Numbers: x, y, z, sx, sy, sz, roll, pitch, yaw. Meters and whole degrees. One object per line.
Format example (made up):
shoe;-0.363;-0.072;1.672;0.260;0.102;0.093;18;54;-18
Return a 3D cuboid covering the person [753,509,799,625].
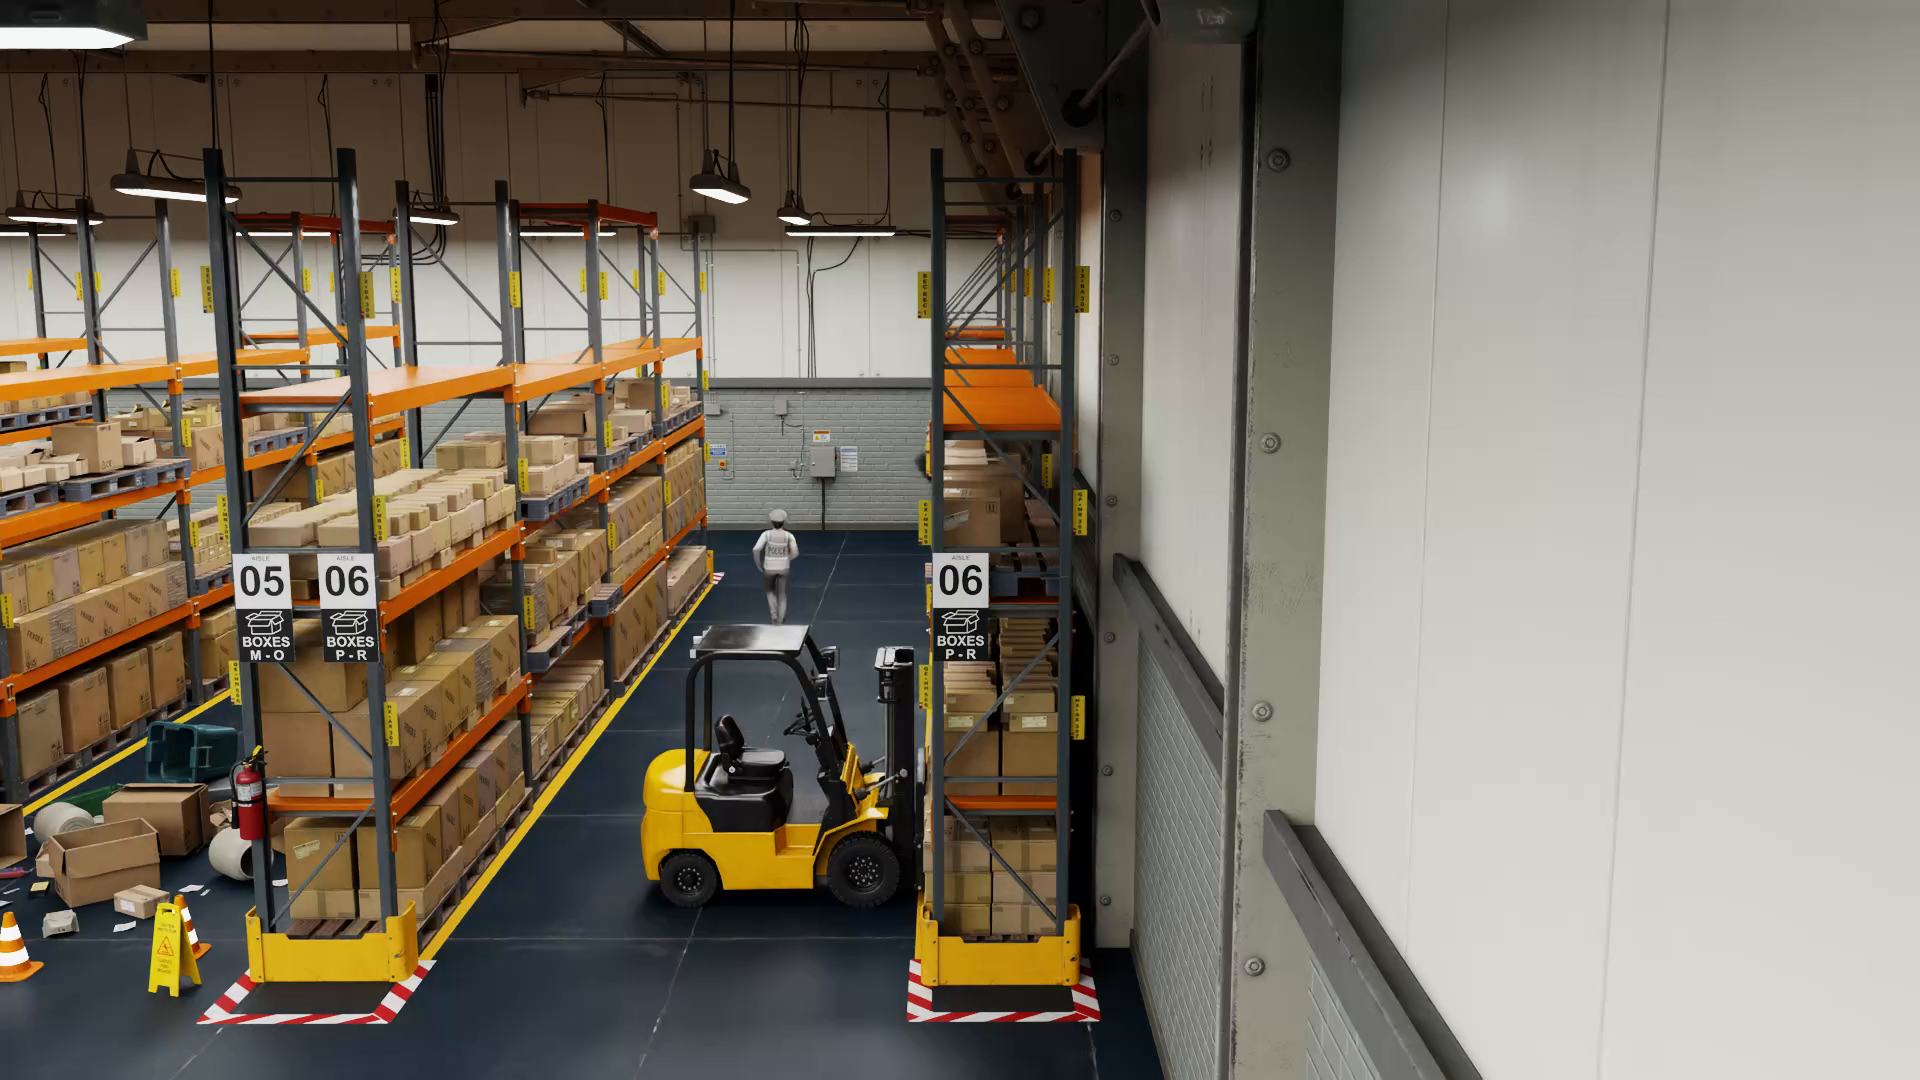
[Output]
person;-2.523;0.429;22.823;0.625;1.708;0.591;-1;9;-6
